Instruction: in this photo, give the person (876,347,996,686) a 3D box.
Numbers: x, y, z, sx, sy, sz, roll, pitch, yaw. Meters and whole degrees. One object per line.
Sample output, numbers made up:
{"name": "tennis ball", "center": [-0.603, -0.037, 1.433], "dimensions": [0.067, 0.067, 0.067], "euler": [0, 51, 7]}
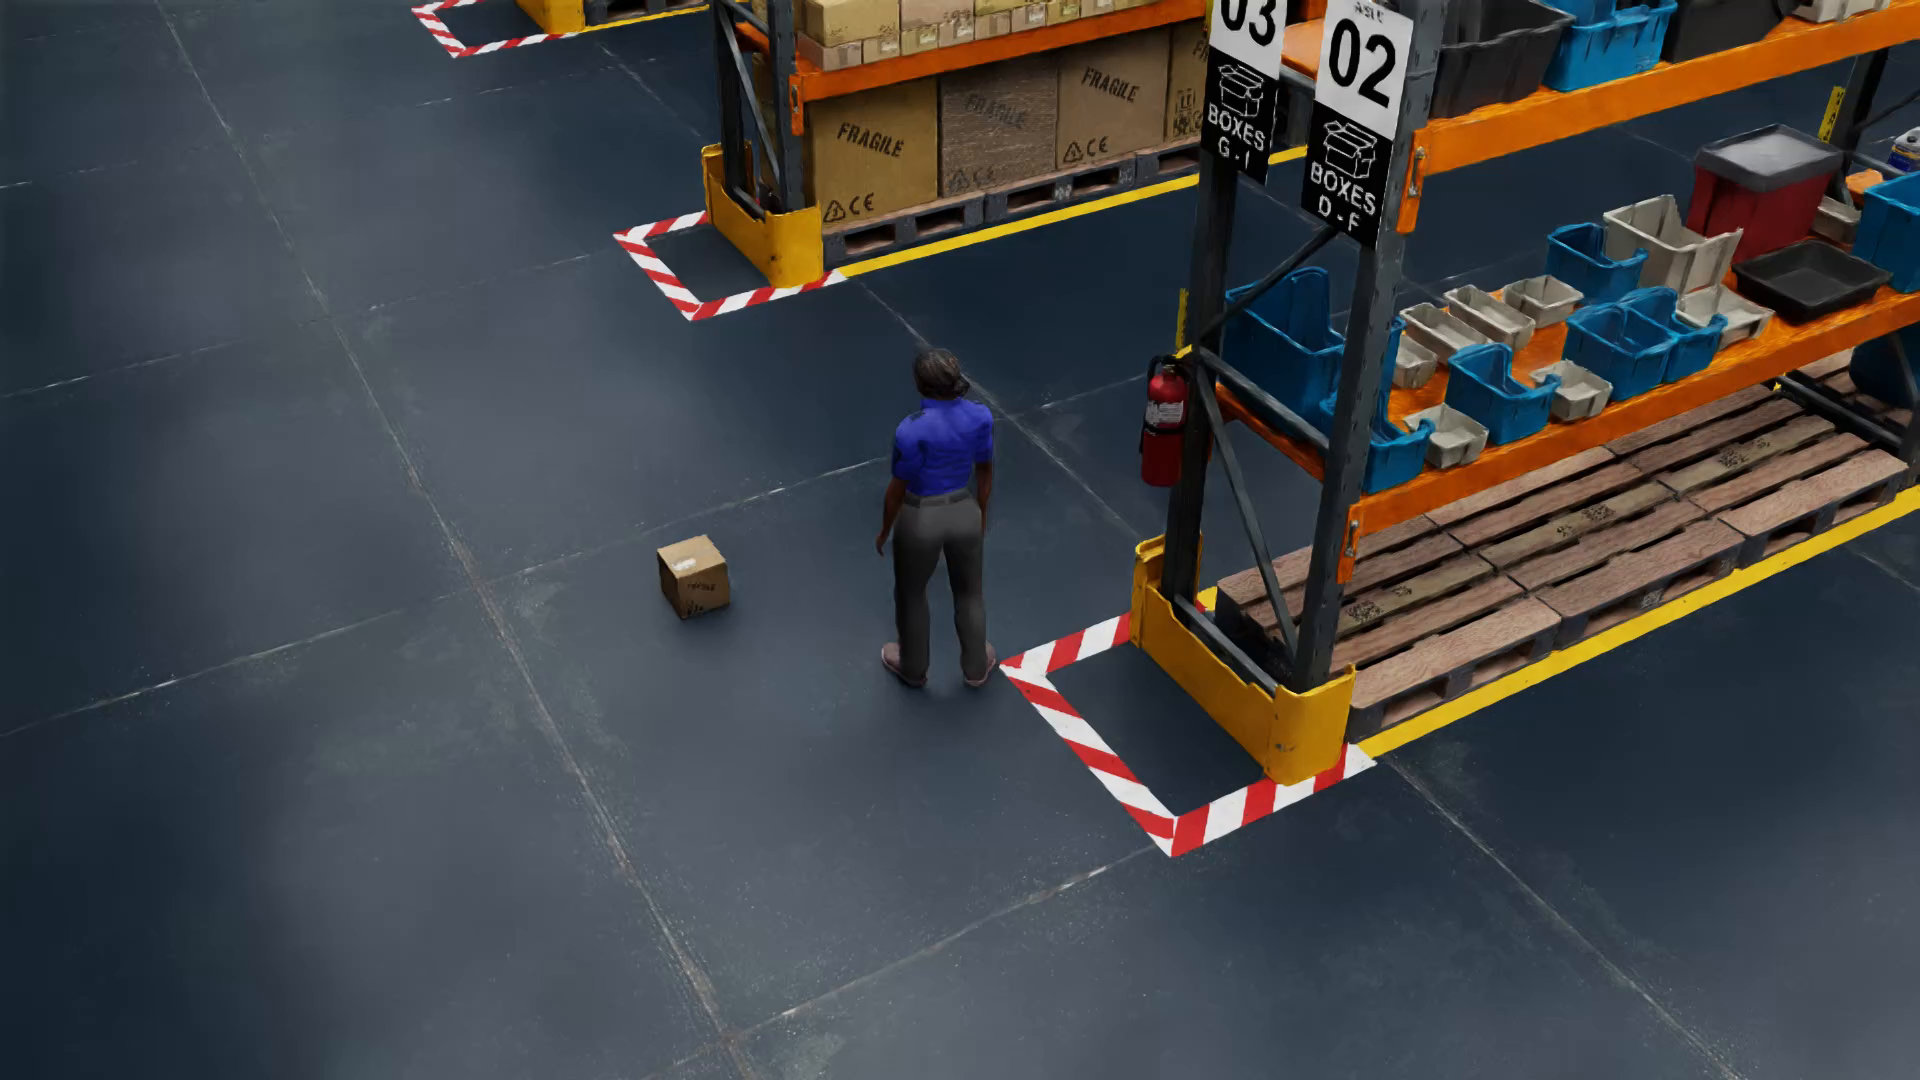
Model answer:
{"name": "person", "center": [-0.084, -0.086, 7.003], "dimensions": [0.522, 1.663, 0.406], "euler": [-15, 40, -19]}
